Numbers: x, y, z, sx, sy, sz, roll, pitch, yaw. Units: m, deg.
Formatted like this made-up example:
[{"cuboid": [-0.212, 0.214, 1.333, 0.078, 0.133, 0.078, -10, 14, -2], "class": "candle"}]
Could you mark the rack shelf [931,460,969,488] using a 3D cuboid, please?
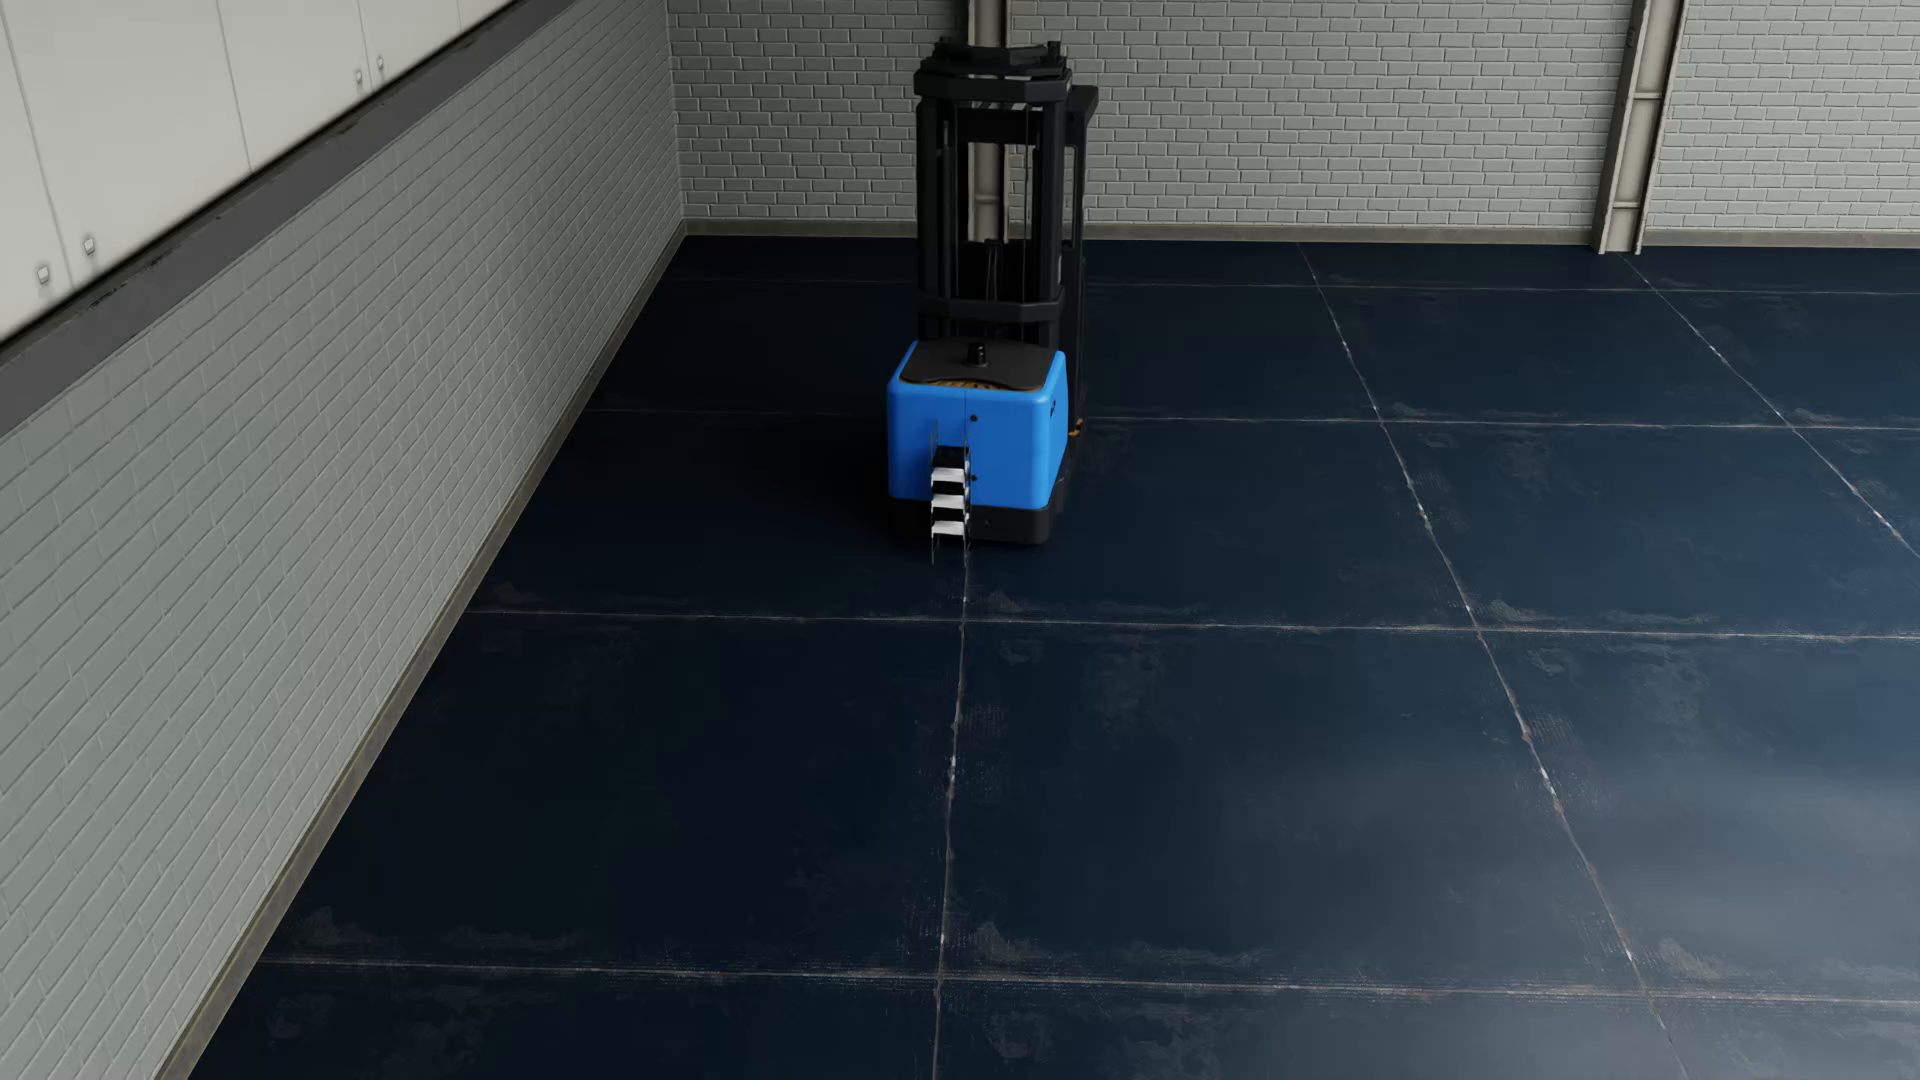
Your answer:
[{"cuboid": [-0.056, -0.411, 10.177, 0.200, 0.077, 0.258, 4, 28, 8], "class": "rack shelf"}]

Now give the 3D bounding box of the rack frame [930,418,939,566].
[{"cuboid": [-0.156, -0.289, 10.260, 0.006, 0.900, 0.240, 4, 28, 8], "class": "rack frame"}]

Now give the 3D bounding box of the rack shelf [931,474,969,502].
[{"cuboid": [-0.056, -0.332, 10.219, 0.200, 0.077, 0.258, 4, 28, 8], "class": "rack shelf"}]

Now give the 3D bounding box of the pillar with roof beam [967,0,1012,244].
[{"cuboid": [0.122, -4.849, 10.214, 0.400, 9.000, 9.100, 1, 28, 2], "class": "pillar with roof beam"}]

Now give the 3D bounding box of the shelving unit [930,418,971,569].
[{"cuboid": [-0.056, -0.282, 10.246, 0.210, 0.900, 0.258, 4, 28, 8], "class": "shelving unit"}]

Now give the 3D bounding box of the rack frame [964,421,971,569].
[{"cuboid": [0.045, -0.274, 10.231, 0.006, 0.900, 0.240, 4, 28, 8], "class": "rack frame"}]

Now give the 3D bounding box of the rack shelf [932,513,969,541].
[{"cuboid": [-0.056, -0.093, 10.346, 0.200, 0.077, 0.258, 4, 28, 8], "class": "rack shelf"}]

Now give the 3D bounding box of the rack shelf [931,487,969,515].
[{"cuboid": [-0.056, -0.252, 10.261, 0.200, 0.077, 0.258, 4, 28, 8], "class": "rack shelf"}]

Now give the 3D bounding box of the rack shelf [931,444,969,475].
[{"cuboid": [-0.056, -0.491, 10.135, 0.200, 0.077, 0.258, 4, 28, 8], "class": "rack shelf"}]

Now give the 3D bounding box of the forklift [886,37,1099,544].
[{"cuboid": [0.307, -1.938, 11.201, 1.130, 2.935, 3.031, 5, 28, 9], "class": "forklift"}]

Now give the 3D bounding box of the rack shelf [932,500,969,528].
[{"cuboid": [-0.056, -0.173, 10.304, 0.200, 0.077, 0.258, 4, 28, 8], "class": "rack shelf"}]

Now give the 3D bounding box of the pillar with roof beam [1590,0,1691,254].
[{"cuboid": [6.119, -4.749, 10.027, 0.400, 9.000, 9.100, 1, 28, 2], "class": "pillar with roof beam"}]
